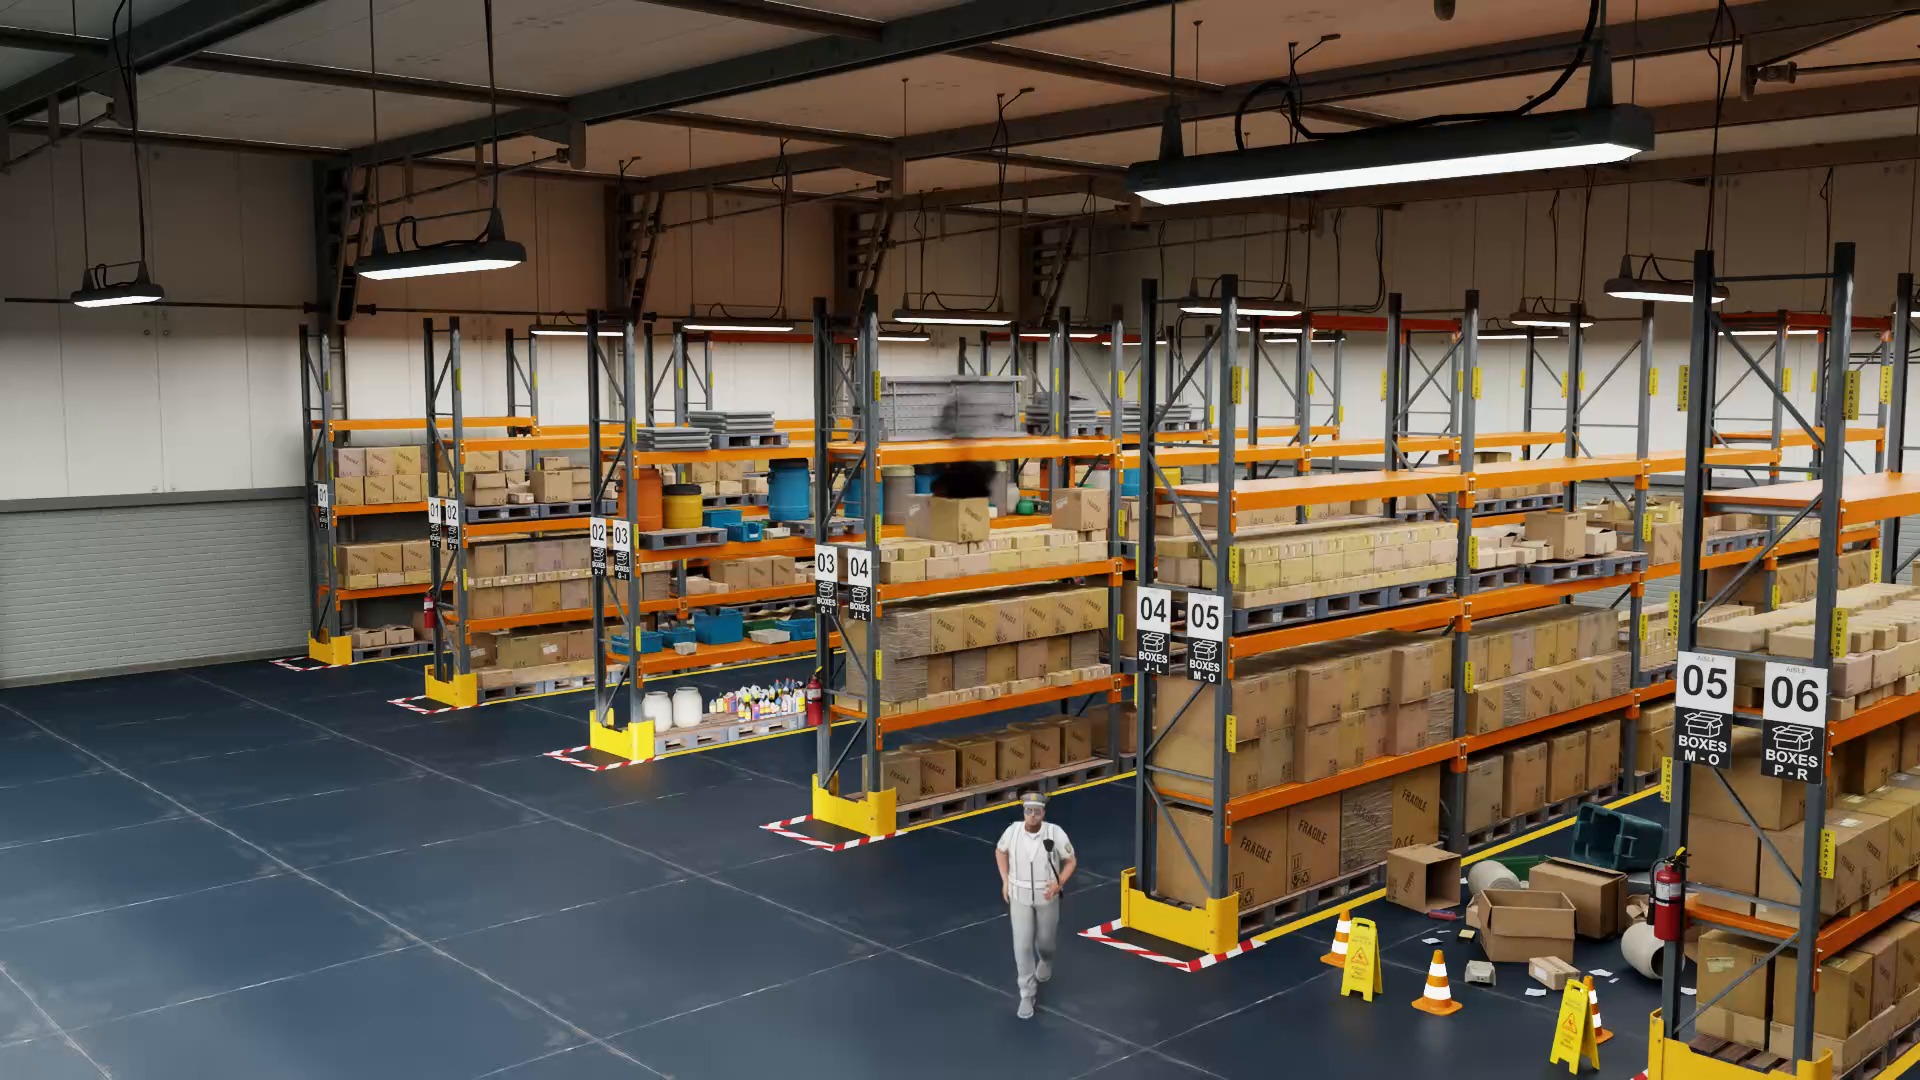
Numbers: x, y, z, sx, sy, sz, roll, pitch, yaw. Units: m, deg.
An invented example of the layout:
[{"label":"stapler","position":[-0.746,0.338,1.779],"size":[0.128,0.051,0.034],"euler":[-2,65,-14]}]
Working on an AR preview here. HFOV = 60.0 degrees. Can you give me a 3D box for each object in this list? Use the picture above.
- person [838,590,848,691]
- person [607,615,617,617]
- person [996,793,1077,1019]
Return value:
[{"label":"person","position":[-1.685,1.599,27.120],"size":[0.602,1.688,0.880],"euler":[5,8,43]},{"label":"person","position":[-6.434,1.314,30.218],"size":[0.640,1.626,0.571],"euler":[6,8,44]},{"label":"person","position":[0.619,2.921,13.653],"size":[0.674,1.781,0.855],"euler":[0,6,5]}]
